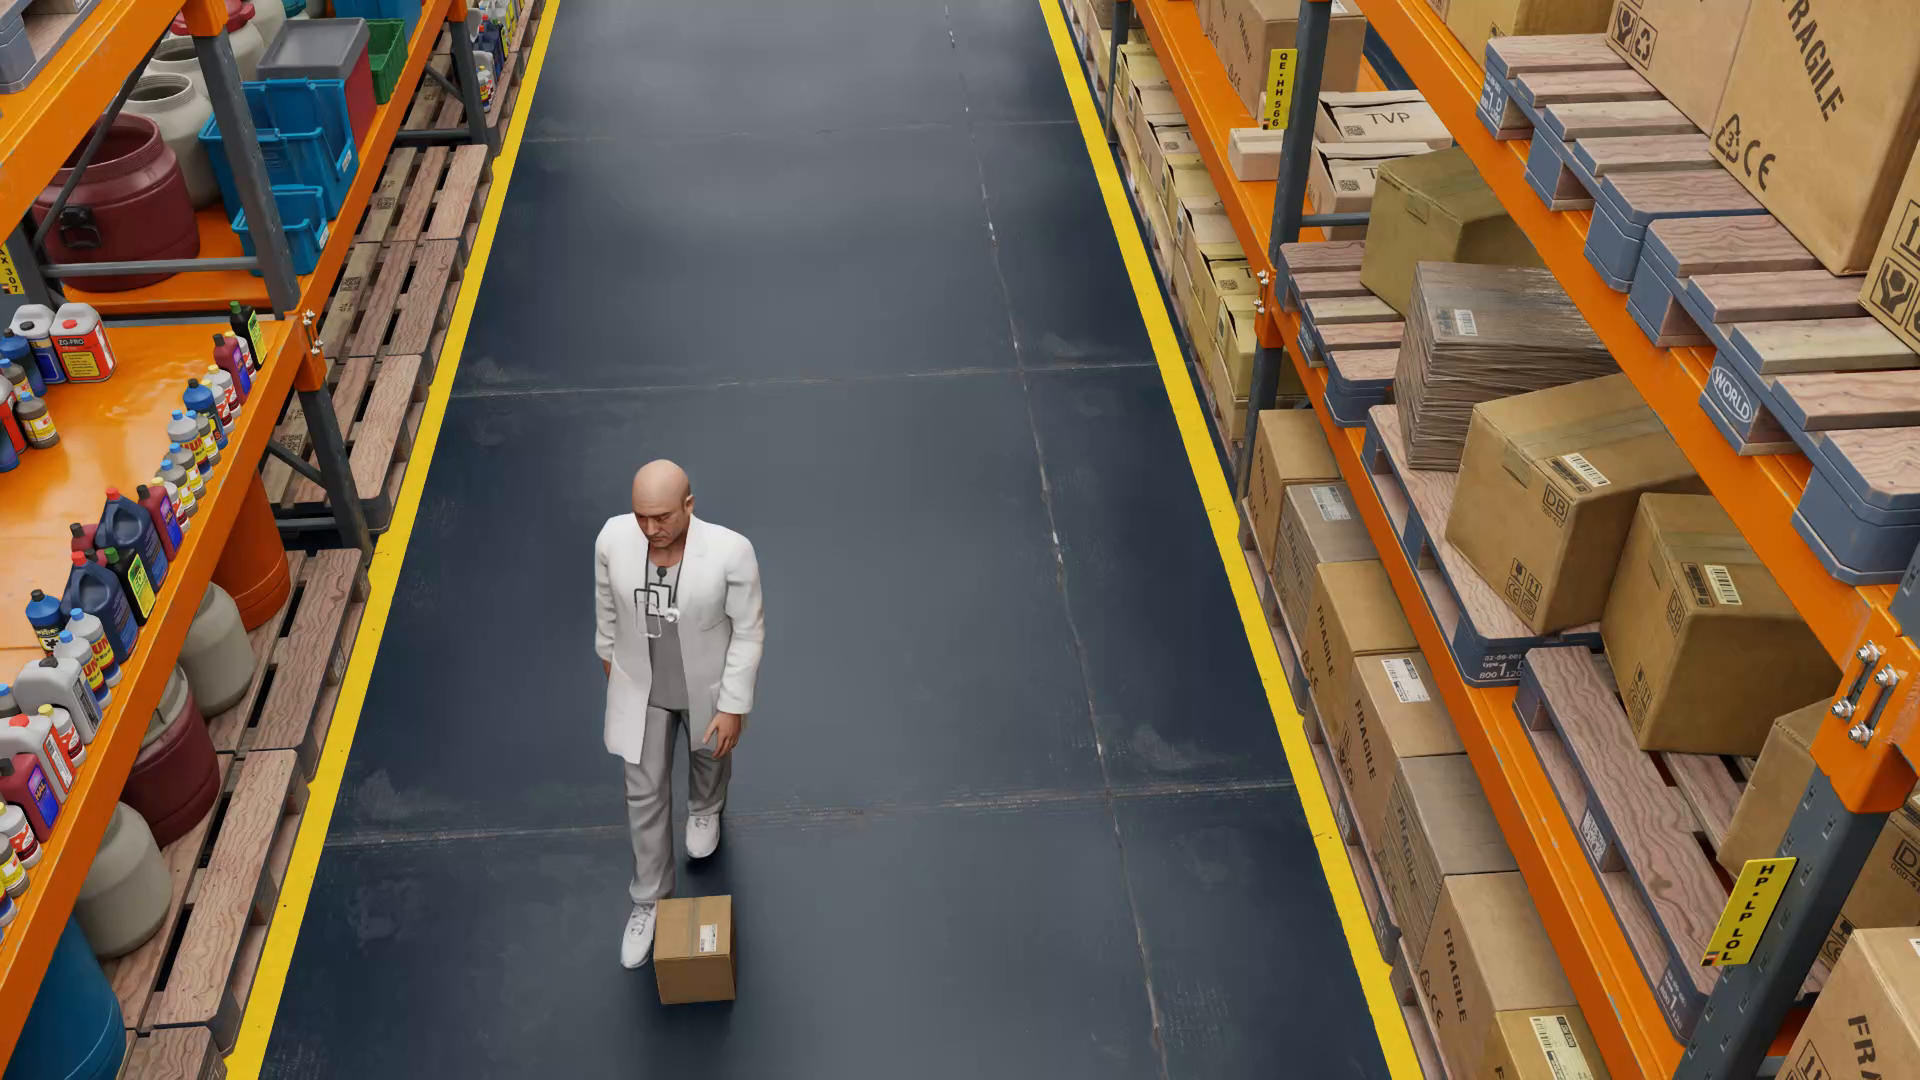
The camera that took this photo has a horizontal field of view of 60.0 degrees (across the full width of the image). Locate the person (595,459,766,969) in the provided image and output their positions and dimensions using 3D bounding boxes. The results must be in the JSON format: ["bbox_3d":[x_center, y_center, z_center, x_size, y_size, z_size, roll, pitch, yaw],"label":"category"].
[{"bbox_3d":[-0.938,0.527,5.483,0.610,1.767,0.843,1,39,1],"label":"person"}]
